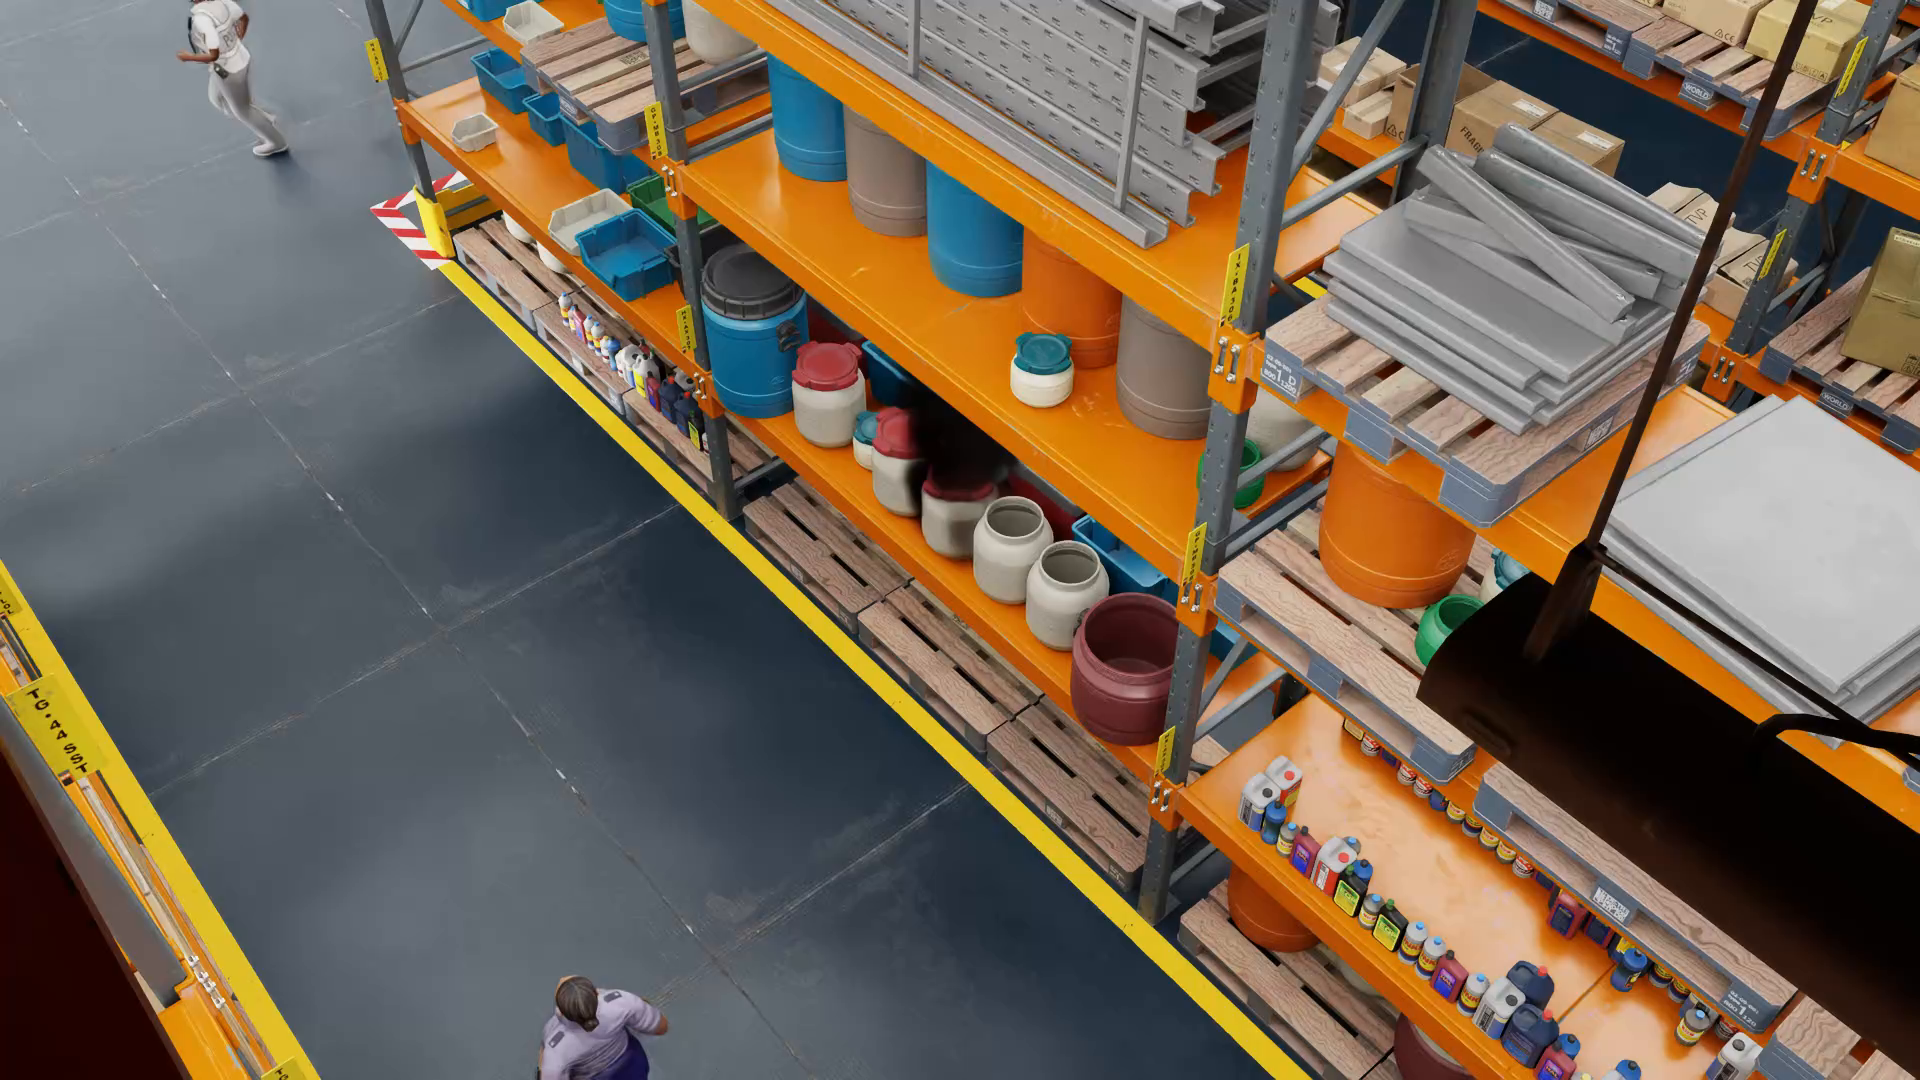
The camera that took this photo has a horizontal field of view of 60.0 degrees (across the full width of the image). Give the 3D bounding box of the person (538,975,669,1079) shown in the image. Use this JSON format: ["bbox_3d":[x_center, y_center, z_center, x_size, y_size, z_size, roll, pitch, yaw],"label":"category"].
[{"bbox_3d":[-1.576,2.331,7.282,0.616,1.615,0.507,-34,55,-28],"label":"person"}]

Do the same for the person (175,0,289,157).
[{"bbox_3d":[-5.980,-3.833,13.468,0.591,1.662,0.559,-6,47,-5],"label":"person"}]
